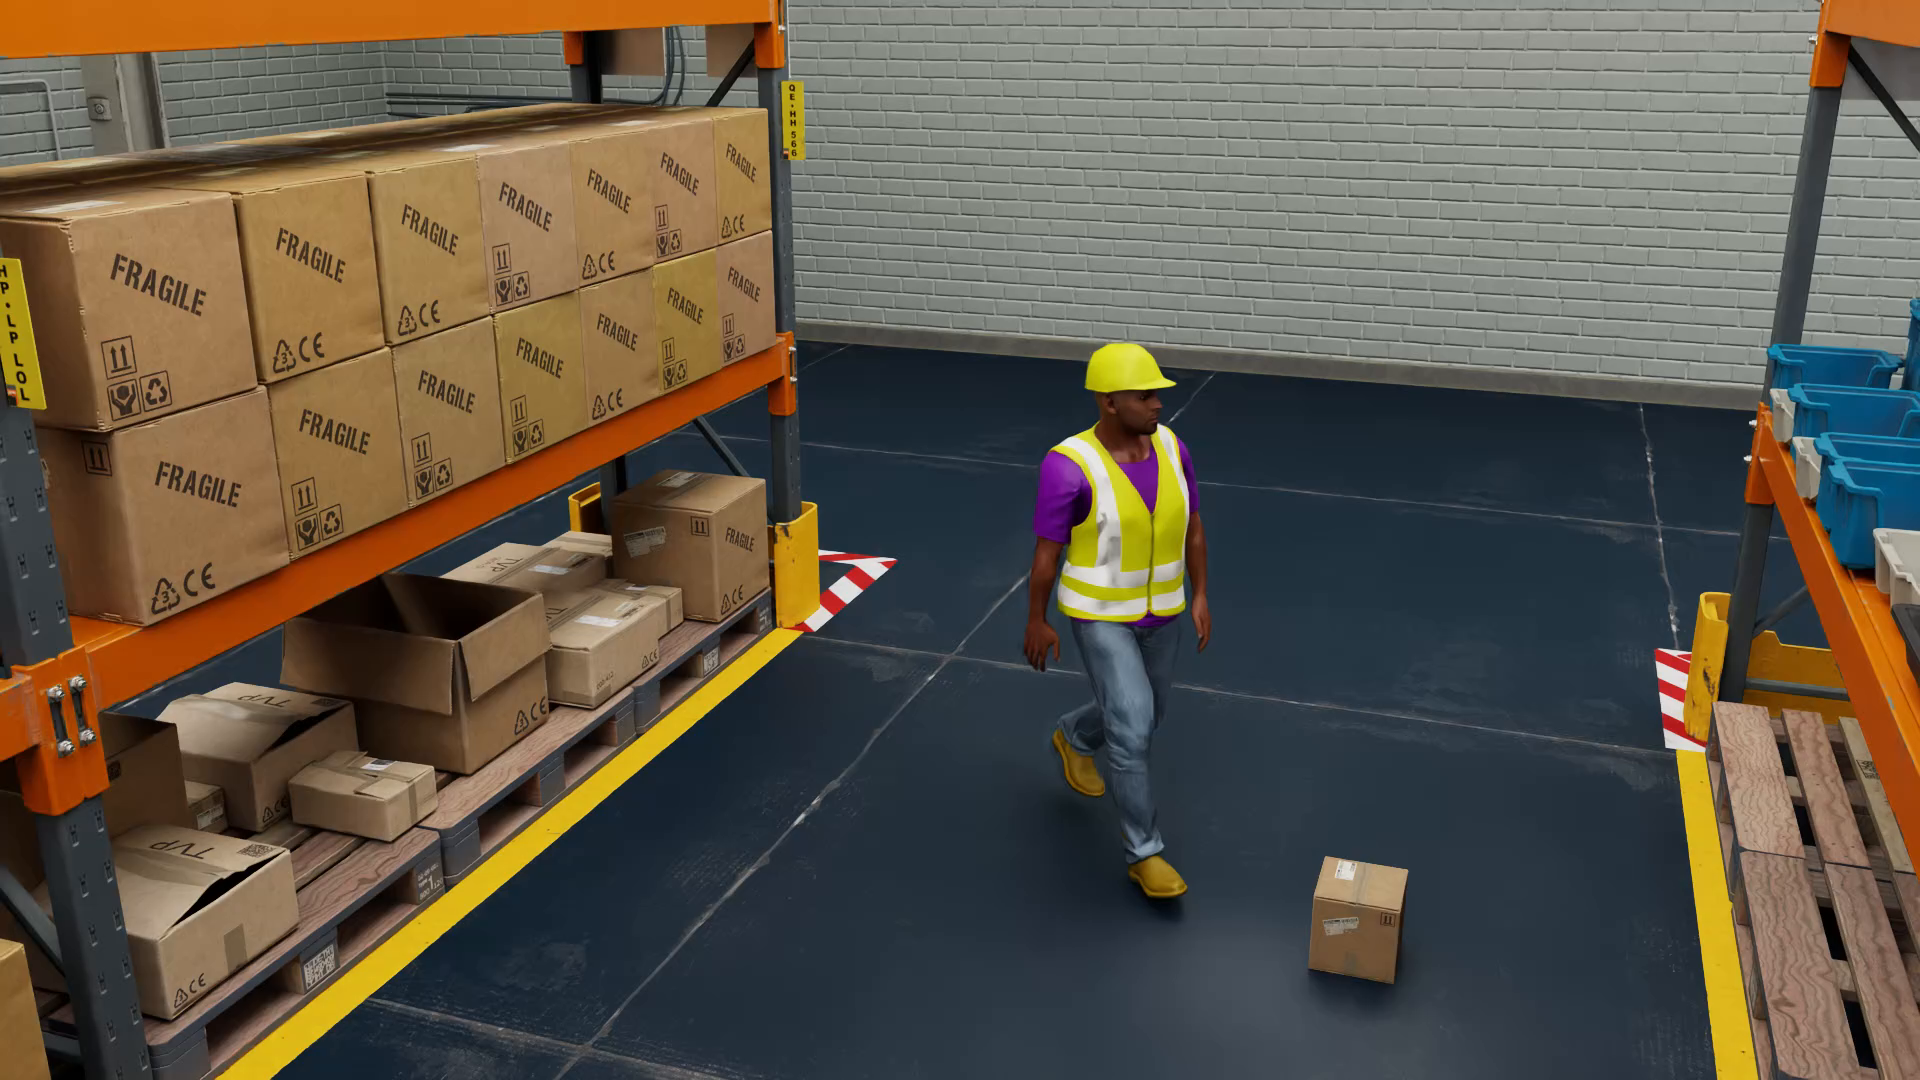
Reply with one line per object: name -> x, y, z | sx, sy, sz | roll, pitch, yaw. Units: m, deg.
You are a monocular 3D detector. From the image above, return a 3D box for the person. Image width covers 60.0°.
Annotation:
person -> 0.526, 0.218, 5.392 | 0.606, 1.741, 0.947 | -10, 21, -28
